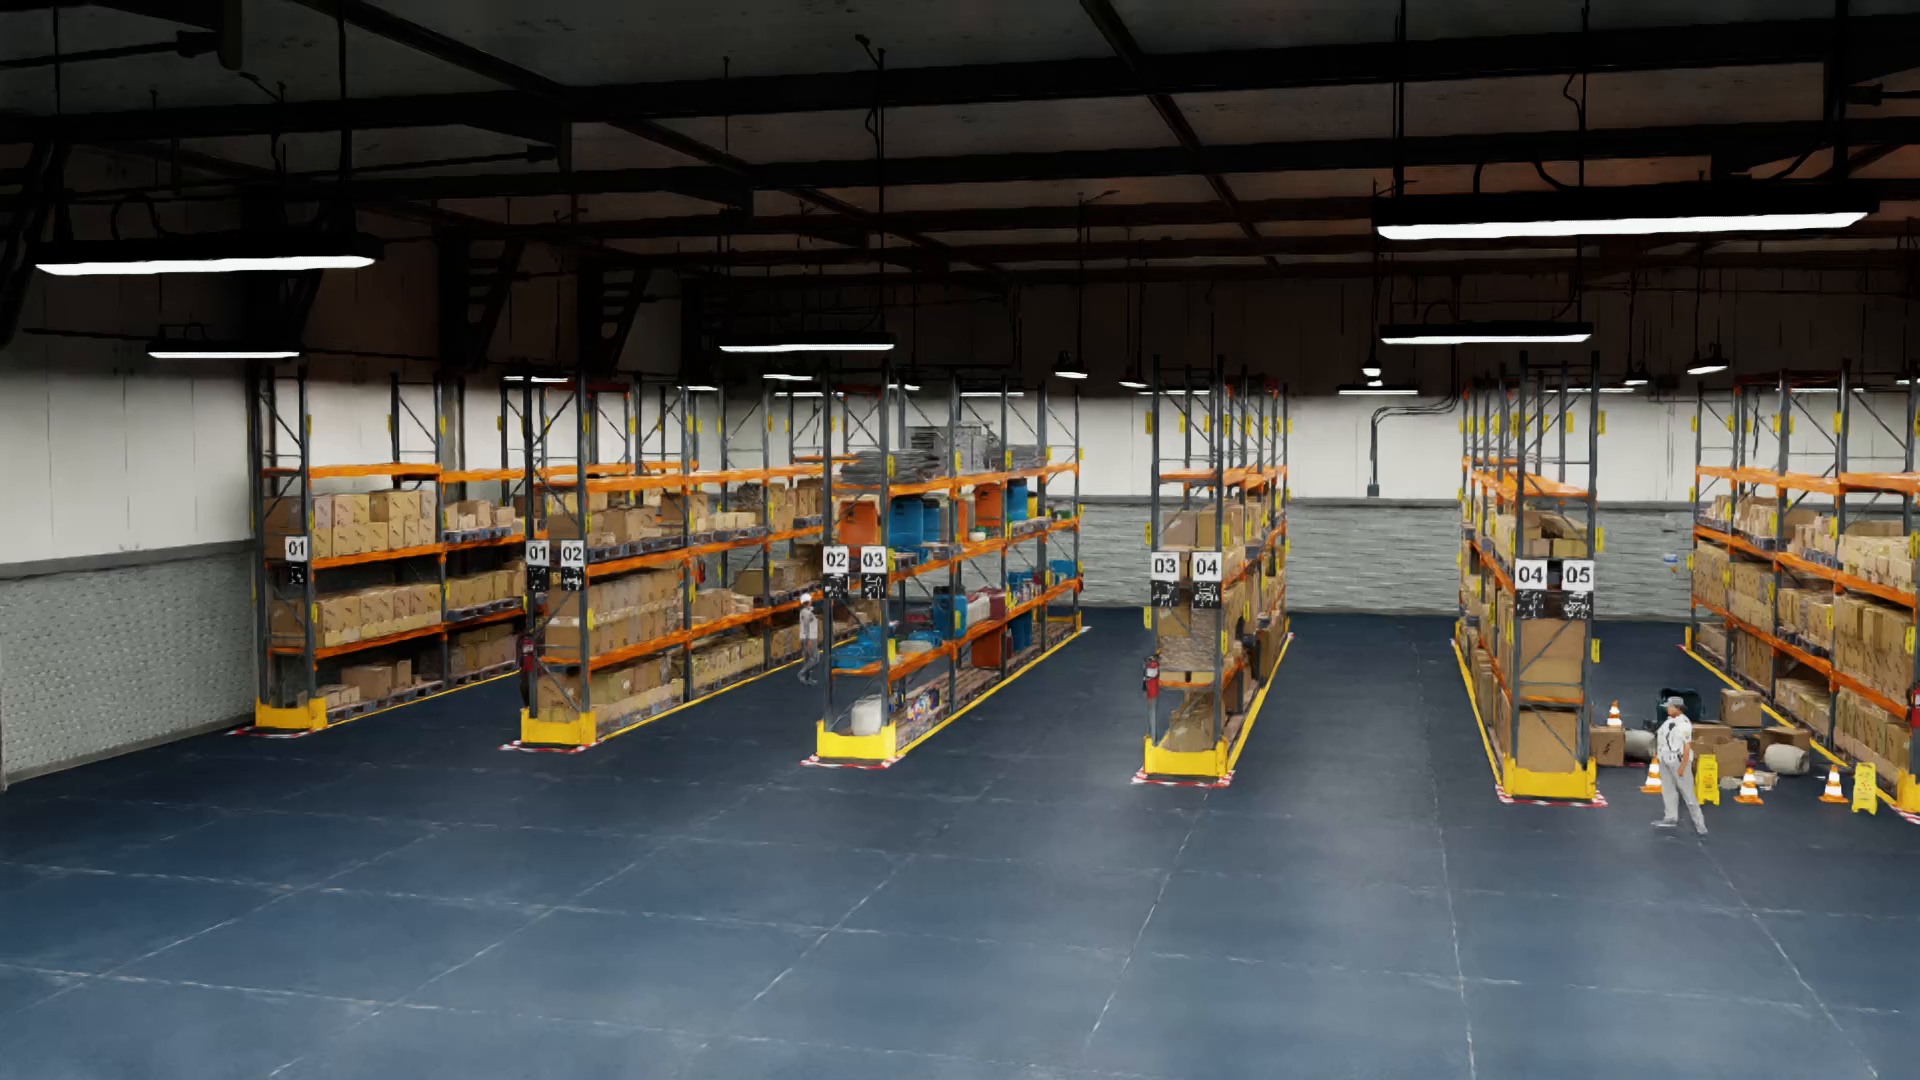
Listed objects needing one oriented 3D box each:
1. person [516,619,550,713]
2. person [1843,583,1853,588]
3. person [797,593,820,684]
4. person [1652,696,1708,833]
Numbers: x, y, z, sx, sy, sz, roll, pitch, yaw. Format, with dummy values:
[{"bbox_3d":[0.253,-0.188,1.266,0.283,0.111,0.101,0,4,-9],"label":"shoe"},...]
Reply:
[{"bbox_3d":[-7.352,2.157,28.779,0.729,1.733,0.546,1,4,13],"label":"person"},{"bbox_3d":[21.272,1.416,39.881,0.447,1.652,0.604,-2,4,-21],"label":"person"},{"bbox_3d":[-2.938,1.908,32.031,0.447,1.770,0.569,-1,4,-12],"label":"person"},{"bbox_3d":[8.933,2.765,20.579,0.508,1.659,0.674,-1,4,-10],"label":"person"}]
